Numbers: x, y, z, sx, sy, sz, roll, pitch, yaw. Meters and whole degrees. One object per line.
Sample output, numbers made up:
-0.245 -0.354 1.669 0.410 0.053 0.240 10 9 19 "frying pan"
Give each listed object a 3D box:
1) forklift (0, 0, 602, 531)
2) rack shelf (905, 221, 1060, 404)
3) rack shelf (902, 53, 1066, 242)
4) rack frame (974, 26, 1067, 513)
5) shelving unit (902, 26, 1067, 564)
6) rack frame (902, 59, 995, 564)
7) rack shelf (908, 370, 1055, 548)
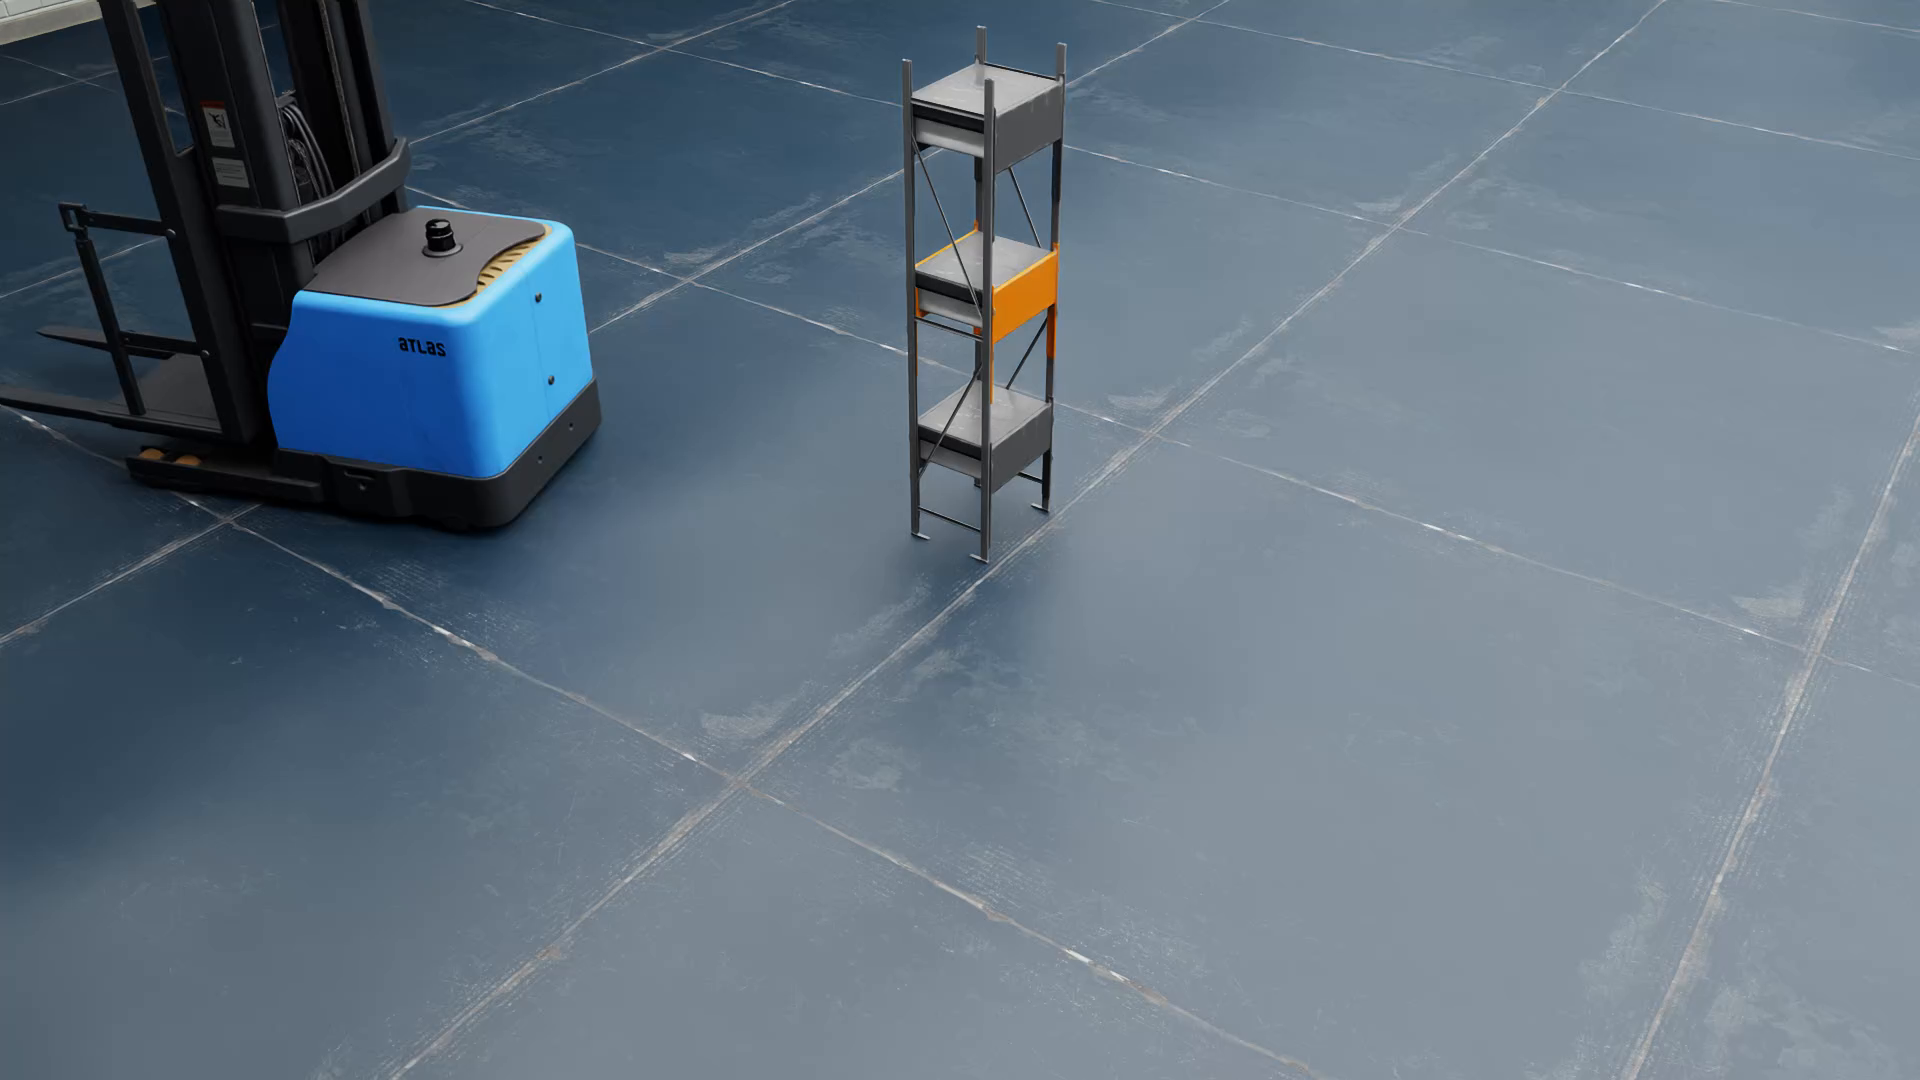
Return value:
-3.290 -1.708 7.159 3.031 2.935 1.130 9 35 13 "forklift"
0.094 -0.935 6.782 0.431 0.518 0.480 21 39 28 "rack shelf"
0.094 -1.515 6.390 0.431 0.518 0.480 21 39 28 "rack shelf"
0.234 -1.058 6.940 0.400 2.100 0.015 21 39 28 "rack frame"
0.094 -0.946 6.774 0.431 2.100 0.503 21 39 28 "shelving unit"
-0.045 -0.834 6.608 0.400 2.100 0.015 21 39 28 "rack frame"
0.094 -0.355 7.174 0.431 0.518 0.480 21 39 28 "rack shelf"
